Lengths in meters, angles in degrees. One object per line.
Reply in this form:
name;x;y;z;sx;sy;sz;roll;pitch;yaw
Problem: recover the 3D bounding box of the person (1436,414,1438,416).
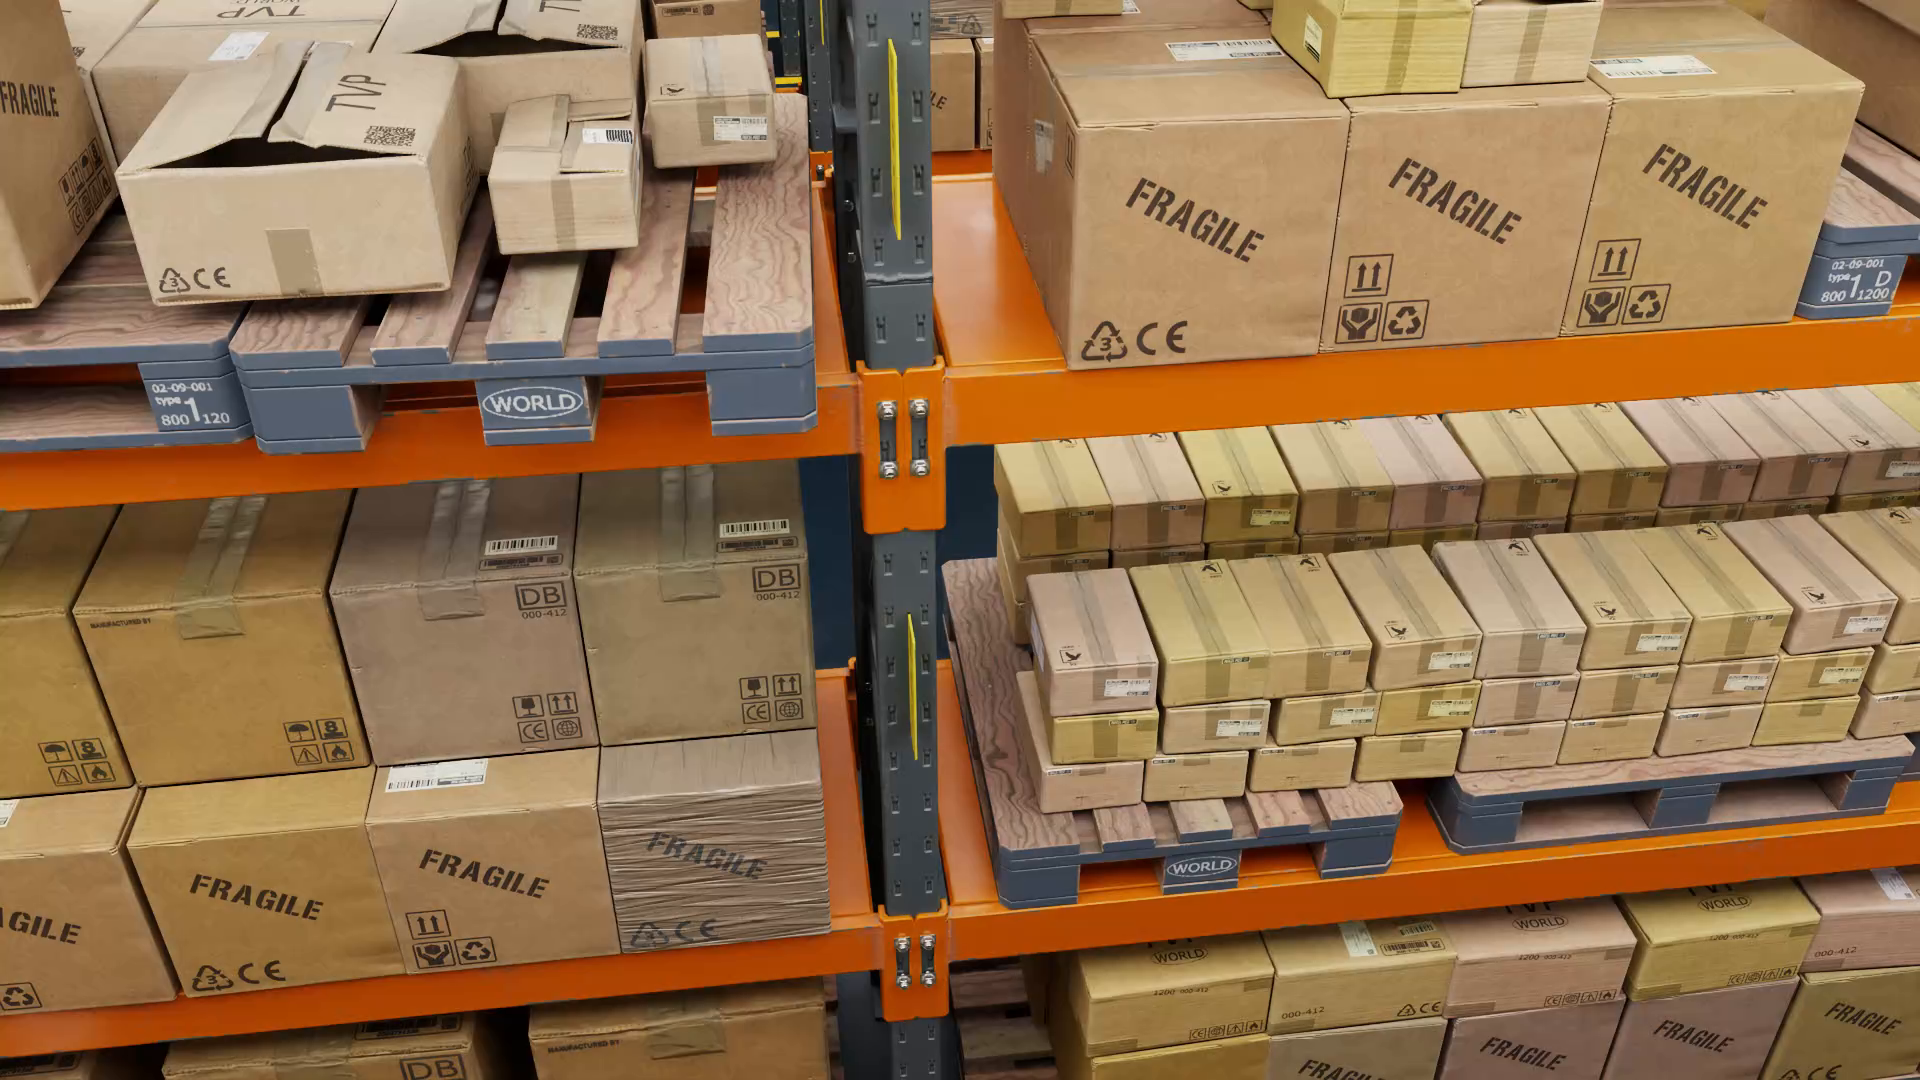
person;1.657;-0.342;6.627;0.551;1.709;0.540;-1;35;-1
